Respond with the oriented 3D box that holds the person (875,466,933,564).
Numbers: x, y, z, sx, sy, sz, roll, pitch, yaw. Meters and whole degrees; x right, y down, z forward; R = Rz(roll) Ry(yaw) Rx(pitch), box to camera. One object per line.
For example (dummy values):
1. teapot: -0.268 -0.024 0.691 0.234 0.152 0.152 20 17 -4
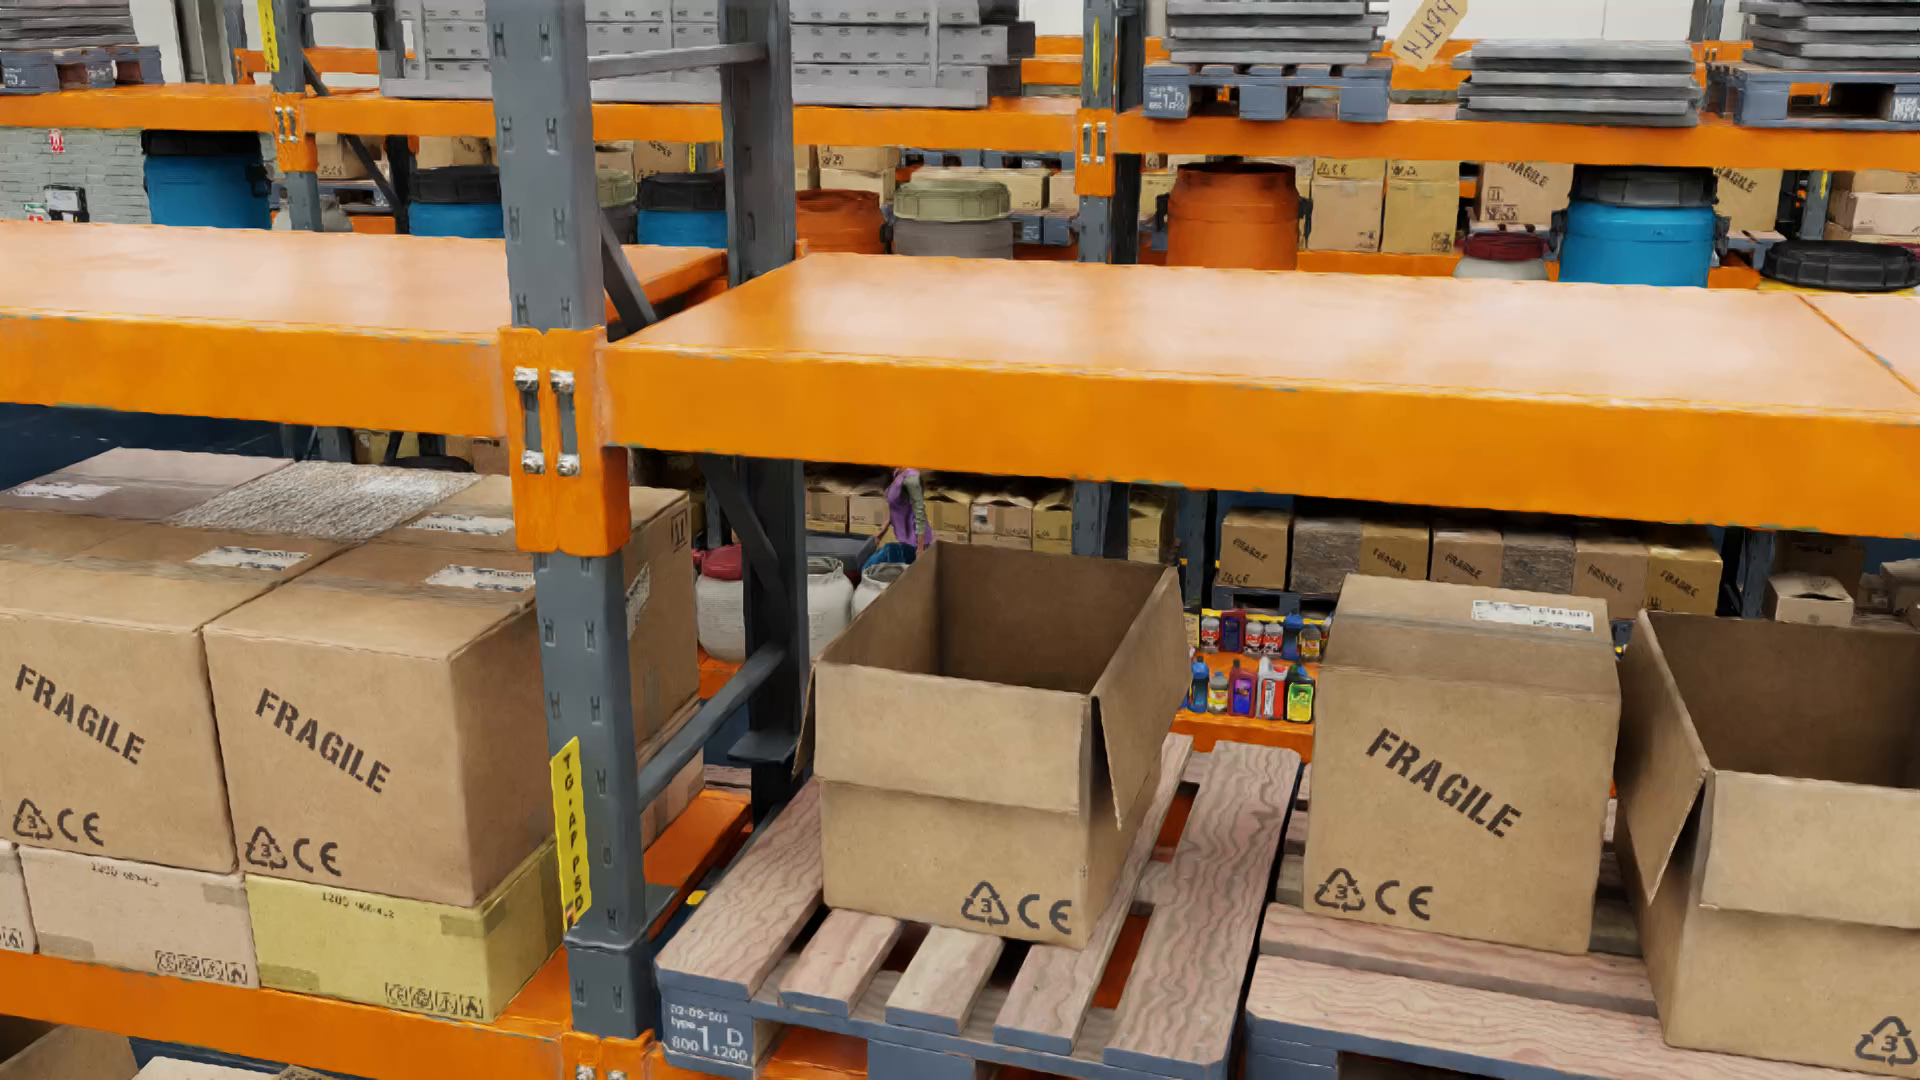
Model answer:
1. person: -0.345 -0.003 12.118 0.726 1.543 0.515 -1 19 -4
